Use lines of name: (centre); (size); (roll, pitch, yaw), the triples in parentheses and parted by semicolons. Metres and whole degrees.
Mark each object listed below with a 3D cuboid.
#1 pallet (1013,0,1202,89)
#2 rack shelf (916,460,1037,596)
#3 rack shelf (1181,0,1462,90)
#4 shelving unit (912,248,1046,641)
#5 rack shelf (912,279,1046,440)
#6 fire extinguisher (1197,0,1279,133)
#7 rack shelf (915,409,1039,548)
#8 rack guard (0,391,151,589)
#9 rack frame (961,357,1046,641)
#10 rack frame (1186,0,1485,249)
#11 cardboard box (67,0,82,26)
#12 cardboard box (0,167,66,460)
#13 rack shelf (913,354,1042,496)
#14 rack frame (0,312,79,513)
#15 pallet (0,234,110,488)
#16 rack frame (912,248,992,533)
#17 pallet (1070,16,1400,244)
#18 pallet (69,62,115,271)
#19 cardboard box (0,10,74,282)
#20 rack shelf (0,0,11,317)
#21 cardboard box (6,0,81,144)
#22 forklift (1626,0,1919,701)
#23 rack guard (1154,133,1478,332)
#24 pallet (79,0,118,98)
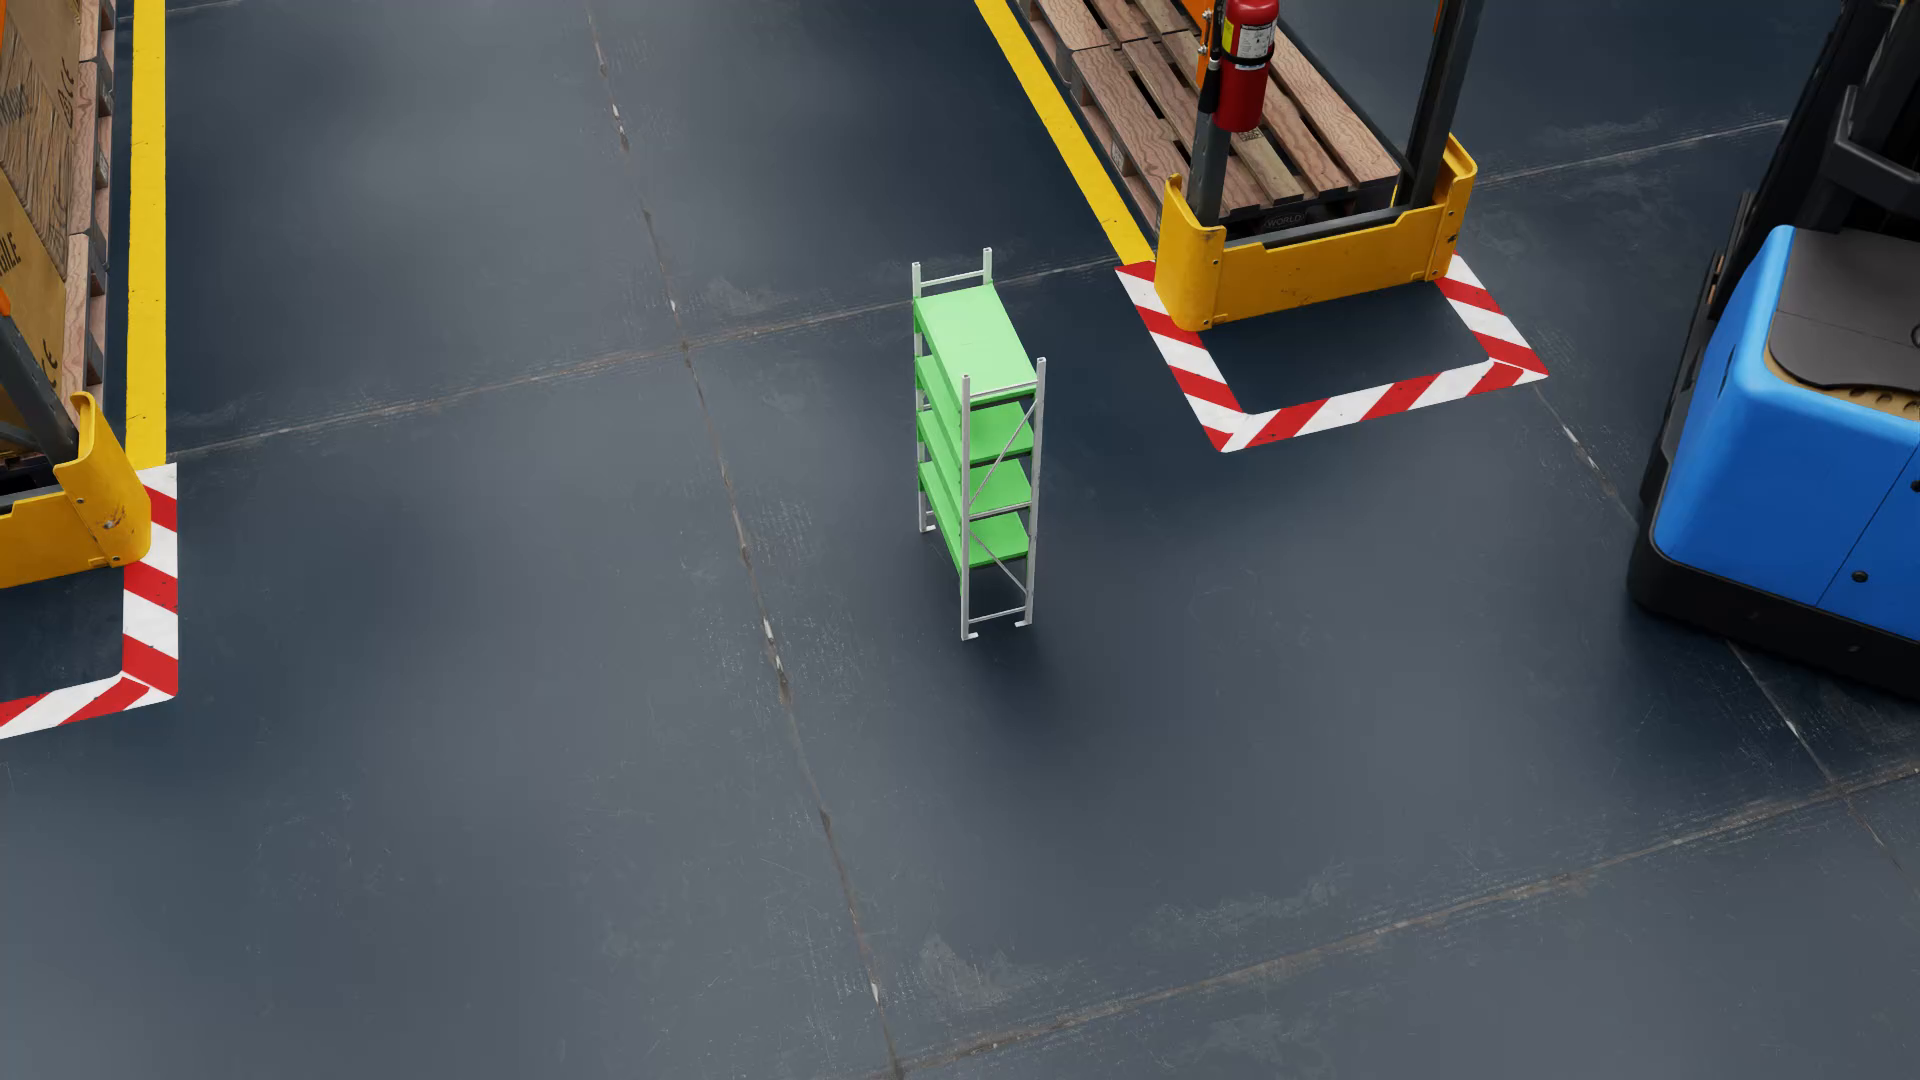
pallet: (0.779, -2.632, 7.831); (1.003, 0.211, 1.213); (-13, 51, -11)
rack shelf: (0.049, -0.070, 5.422); (0.258, 0.148, 0.480); (-13, 51, -11)
rack shelf: (0.751, -3.259, 7.006); (1.077, 0.370, 4.000); (-13, 51, -11)
shelving unit: (0.049, -0.266, 5.189); (0.258, 1.200, 0.503); (-13, 51, -11)
rack shelf: (0.049, -0.534, 4.871); (0.258, 0.148, 0.480); (-13, 51, -11)
fire extinguisher: (0.953, -1.672, 5.493); (0.296, 0.674, 0.183); (-13, 51, -11)
rack shelf: (0.049, -0.225, 5.238); (0.258, 0.148, 0.480); (-13, 51, -11)
rack guard: (-3.382, -0.087, 5.497); (1.175, 0.500, 0.348); (-13, 51, -11)
rack frame: (0.121, -0.088, 5.039); (0.240, 1.200, 0.015); (-13, 51, -11)
rack frame: (1.343, -2.030, 5.500); (1.000, 3.000, 0.127); (-13, 51, -11)
cardboard box: (-4.453, -2.782, 7.249); (0.875, 0.875, 0.875); (-13, 51, -11)
cardboard box: (-3.654, -0.810, 5.586); (0.875, 0.875, 0.875); (-13, 51, -11)
rack shelf: (0.049, -0.379, 5.055); (0.258, 0.148, 0.480); (-13, 51, -11)
rack frame: (-3.389, -0.911, 4.556); (1.000, 3.000, 0.127); (-13, 51, -11)
pallet: (-3.700, -0.578, 6.099); (1.003, 0.211, 1.213); (-13, 51, -11)
rack frame: (-0.023, -0.444, 5.340); (0.240, 1.200, 0.015); (-13, 51, -11)
pallet: (1.136, -1.743, 7.081); (1.003, 0.211, 1.213); (-13, 51, -11)
pallet: (-4.057, -1.468, 6.849); (1.003, 0.211, 1.213); (-13, 51, -11)
cardboard box: (-3.923, -1.475, 6.147); (0.875, 0.875, 0.875); (-13, 51, -11)
rack shelf: (-3.980, -2.139, 6.062); (1.077, 0.370, 4.000); (-13, 51, -11)
cardboard box: (-4.187, -2.125, 6.695); (0.875, 0.875, 0.875); (-13, 51, -11)
forklift: (3.315, -1.567, 5.154); (1.130, 2.935, 3.031); (20, 53, 16)
rack guard: (1.362, -1.210, 6.443); (1.175, 0.500, 0.348); (-13, 51, -11)
pallet: (-4.421, -2.360, 7.602); (1.003, 0.211, 1.213); (-13, 51, -11)
